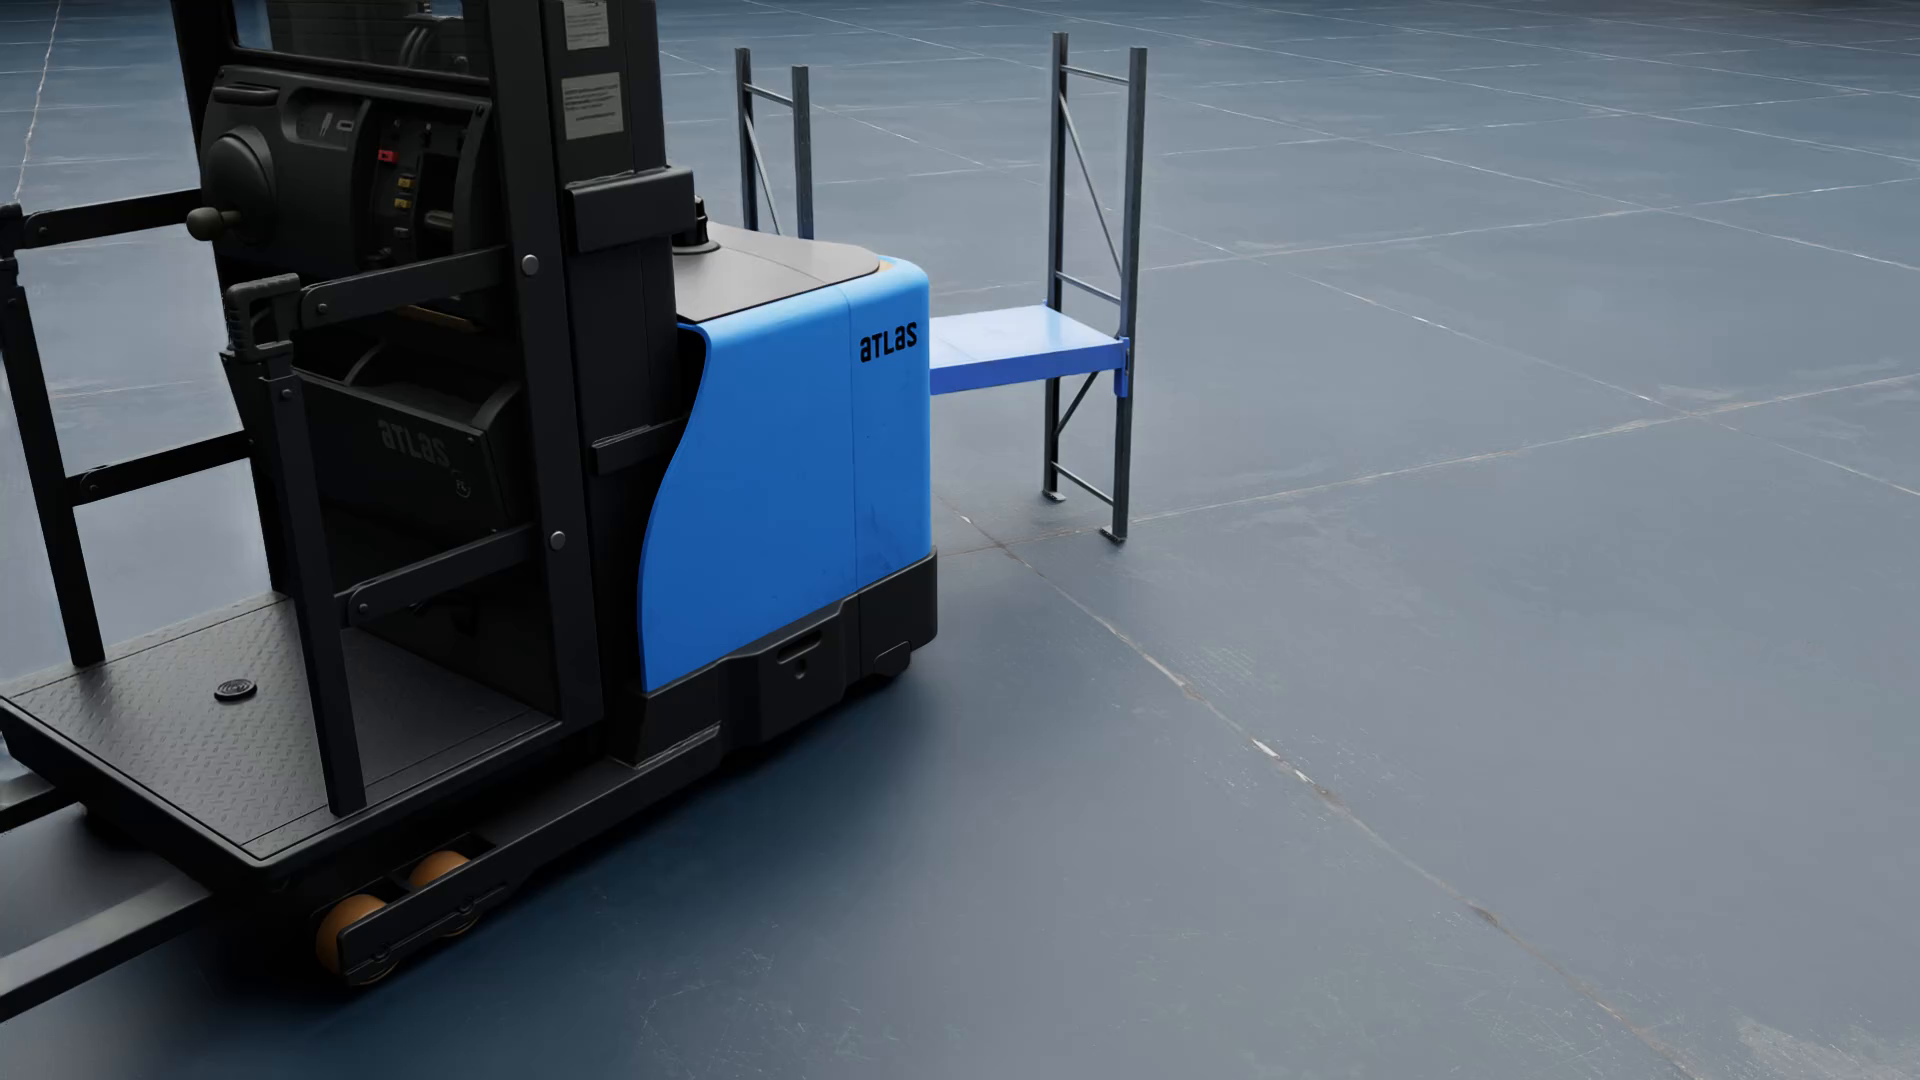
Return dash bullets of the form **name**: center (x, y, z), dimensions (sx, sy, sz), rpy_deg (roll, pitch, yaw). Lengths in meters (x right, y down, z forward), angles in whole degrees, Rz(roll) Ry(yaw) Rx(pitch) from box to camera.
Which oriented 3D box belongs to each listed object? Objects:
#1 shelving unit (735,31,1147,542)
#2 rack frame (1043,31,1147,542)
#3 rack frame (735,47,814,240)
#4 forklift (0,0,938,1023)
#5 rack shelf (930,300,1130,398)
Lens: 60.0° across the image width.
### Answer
- **shelving unit**: center (-0.053, -0.691, 4.959), dimensions (1.048, 1.500, 0.538), rpy_deg (-10, 25, -24)
- **rack frame**: center (0.405, -0.775, 5.163), dimensions (0.032, 1.500, 0.500), rpy_deg (-10, 25, -24)
- **rack frame**: center (-0.511, -0.607, 4.755), dimensions (0.032, 1.500, 0.500), rpy_deg (-10, 25, -24)
- **forklift**: center (-1.364, -0.716, 3.147), dimensions (1.130, 2.935, 3.031), rpy_deg (17, 28, 35)
- **rack shelf**: center (-0.053, -0.525, 5.027), dimensions (1.000, 0.185, 0.538), rpy_deg (-10, 25, -24)
